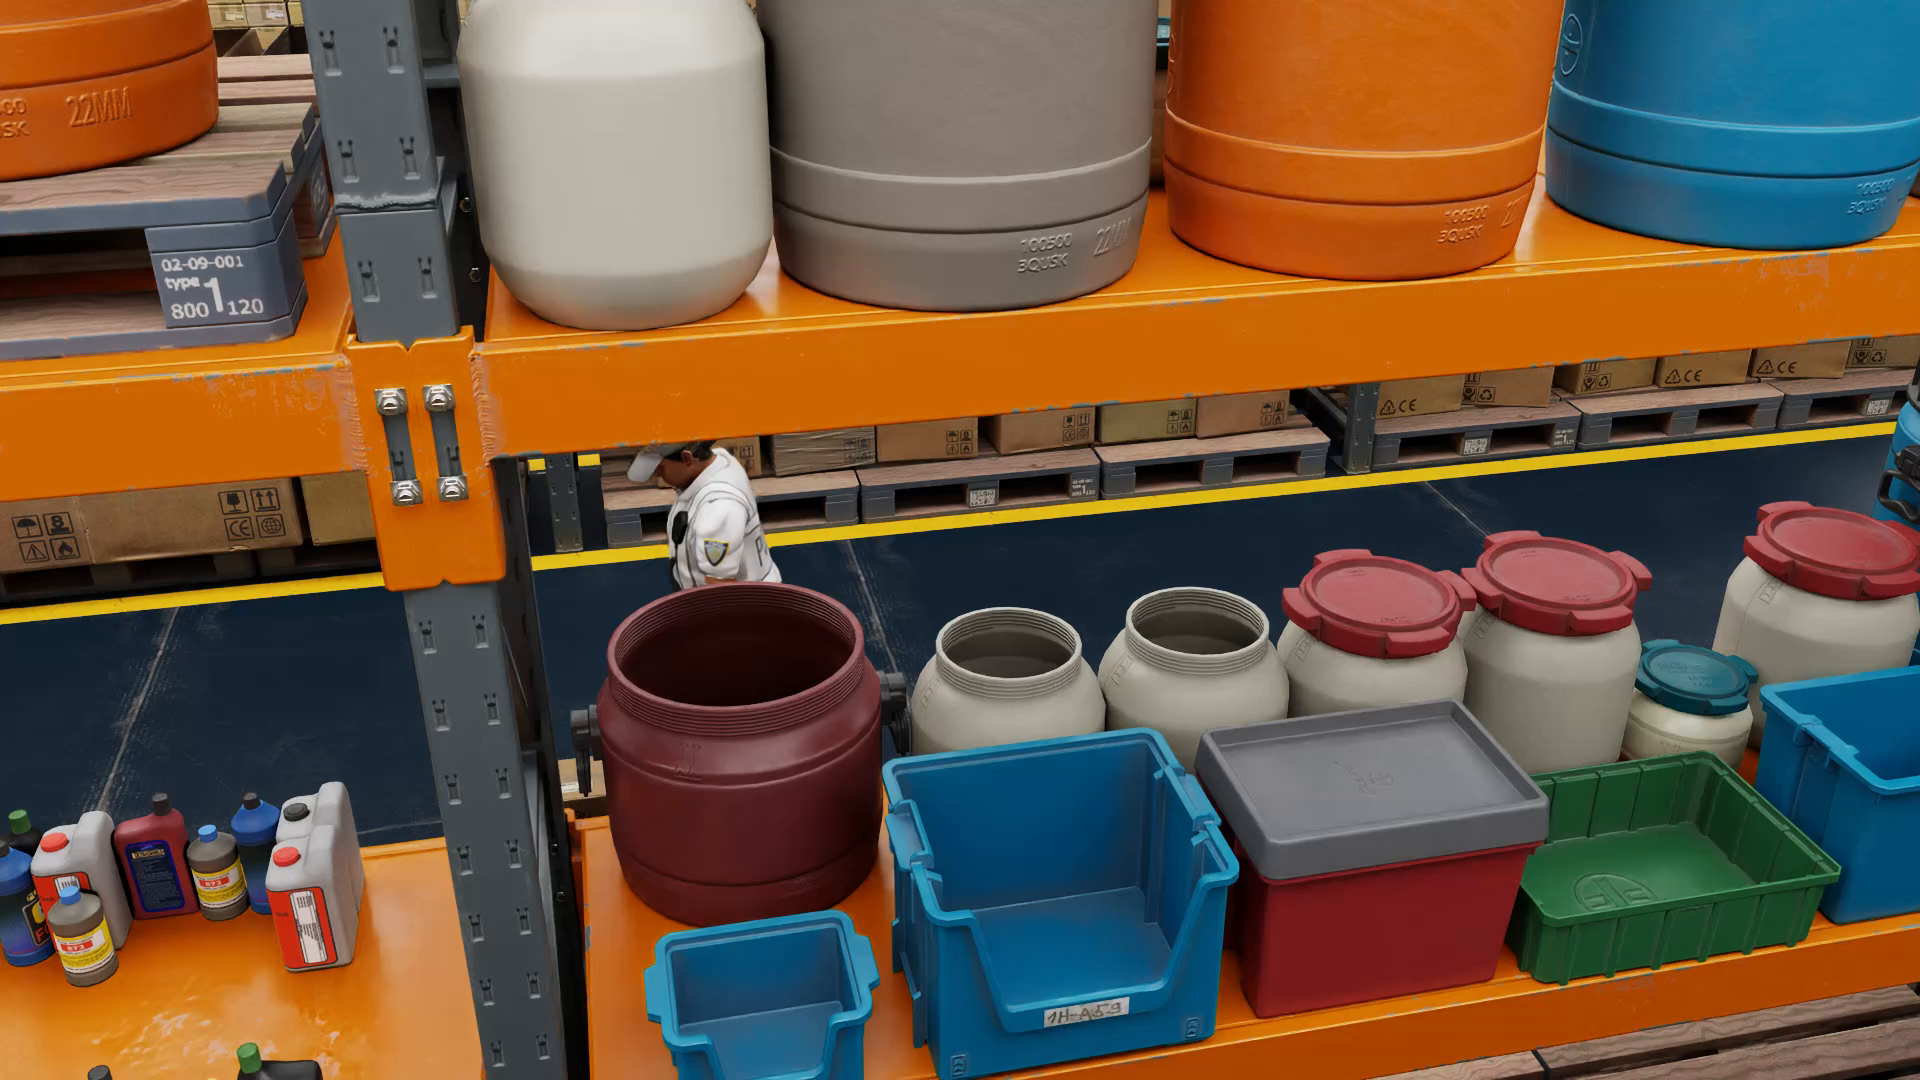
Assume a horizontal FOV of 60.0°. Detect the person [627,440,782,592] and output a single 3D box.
[{"bbox_3d":[-0.816,0.301,5.598,0.496,1.611,0.500,-5,27,-10],"label":"person"}]
